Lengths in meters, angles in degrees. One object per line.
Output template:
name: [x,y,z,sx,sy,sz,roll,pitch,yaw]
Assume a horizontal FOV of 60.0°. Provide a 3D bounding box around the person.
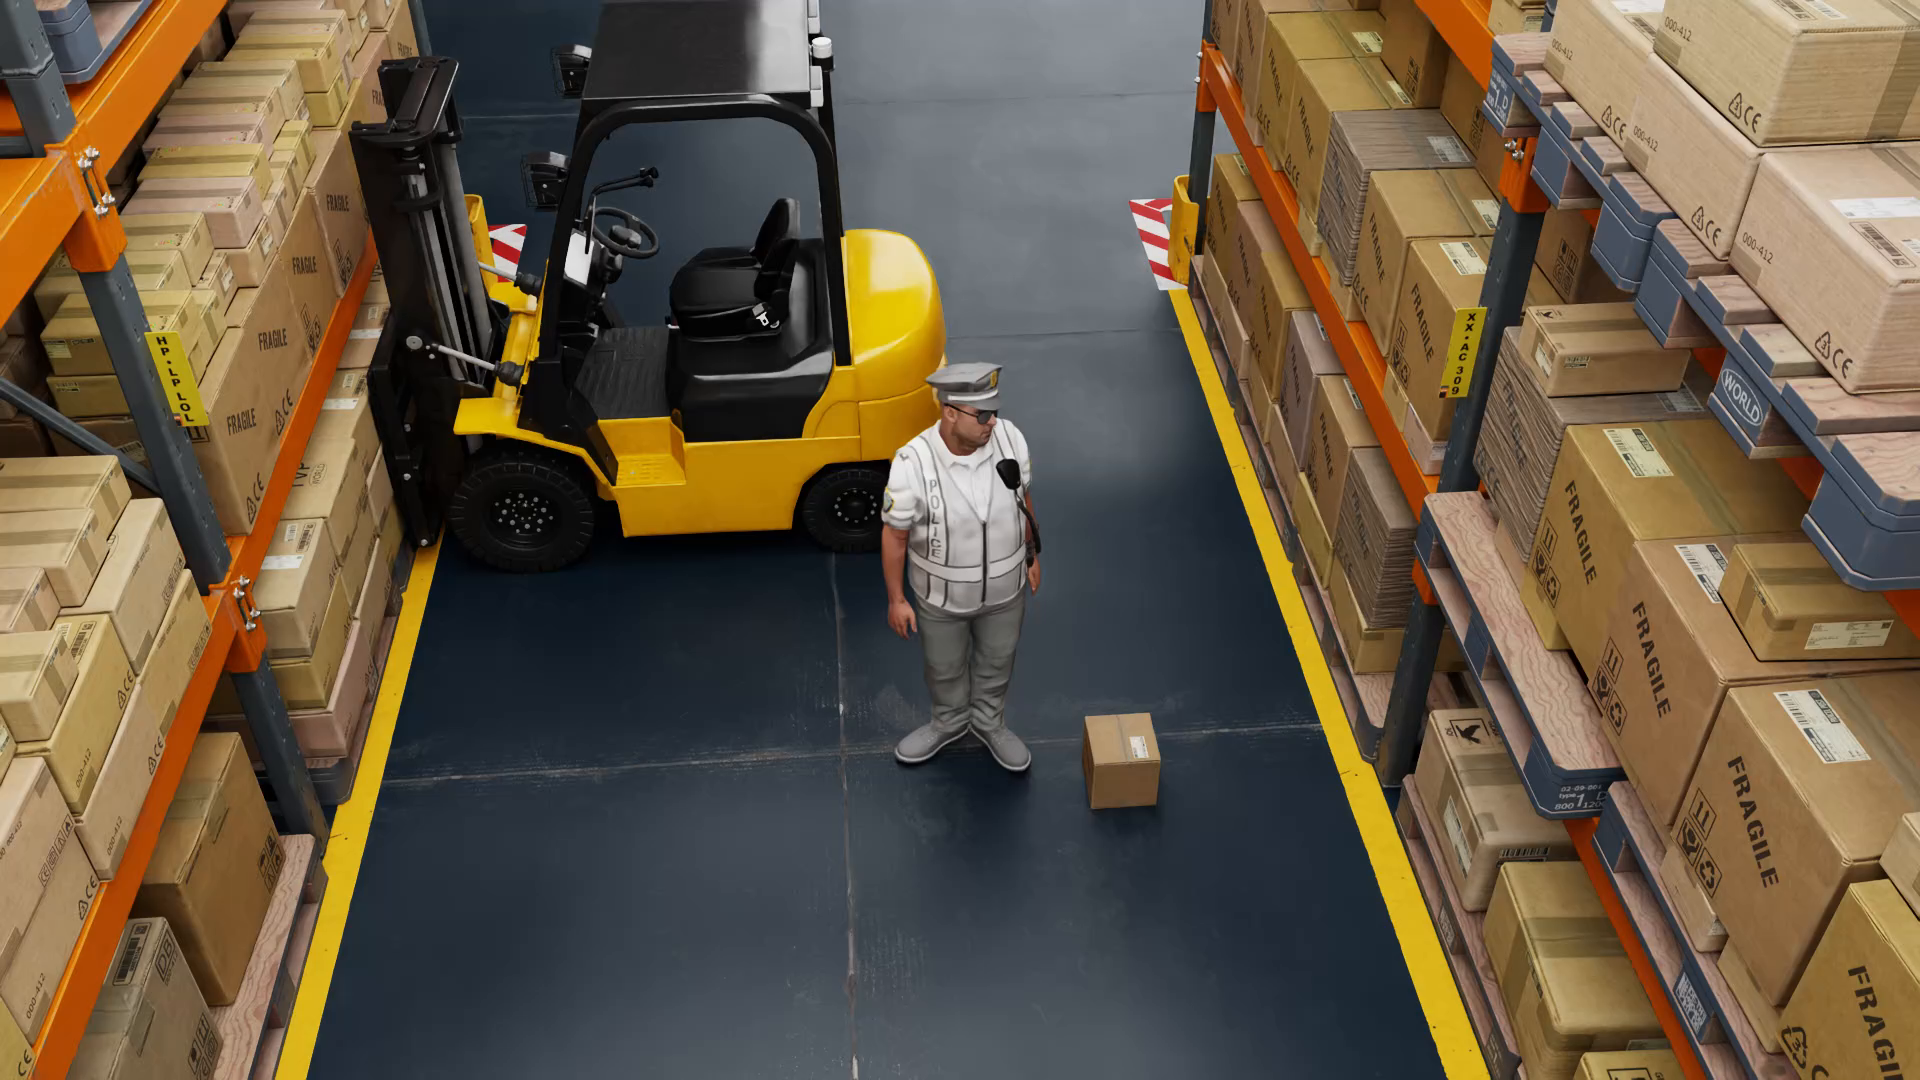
person: [0.023,0.143,5.942,0.611,1.762,0.396,-11,40,-13]
